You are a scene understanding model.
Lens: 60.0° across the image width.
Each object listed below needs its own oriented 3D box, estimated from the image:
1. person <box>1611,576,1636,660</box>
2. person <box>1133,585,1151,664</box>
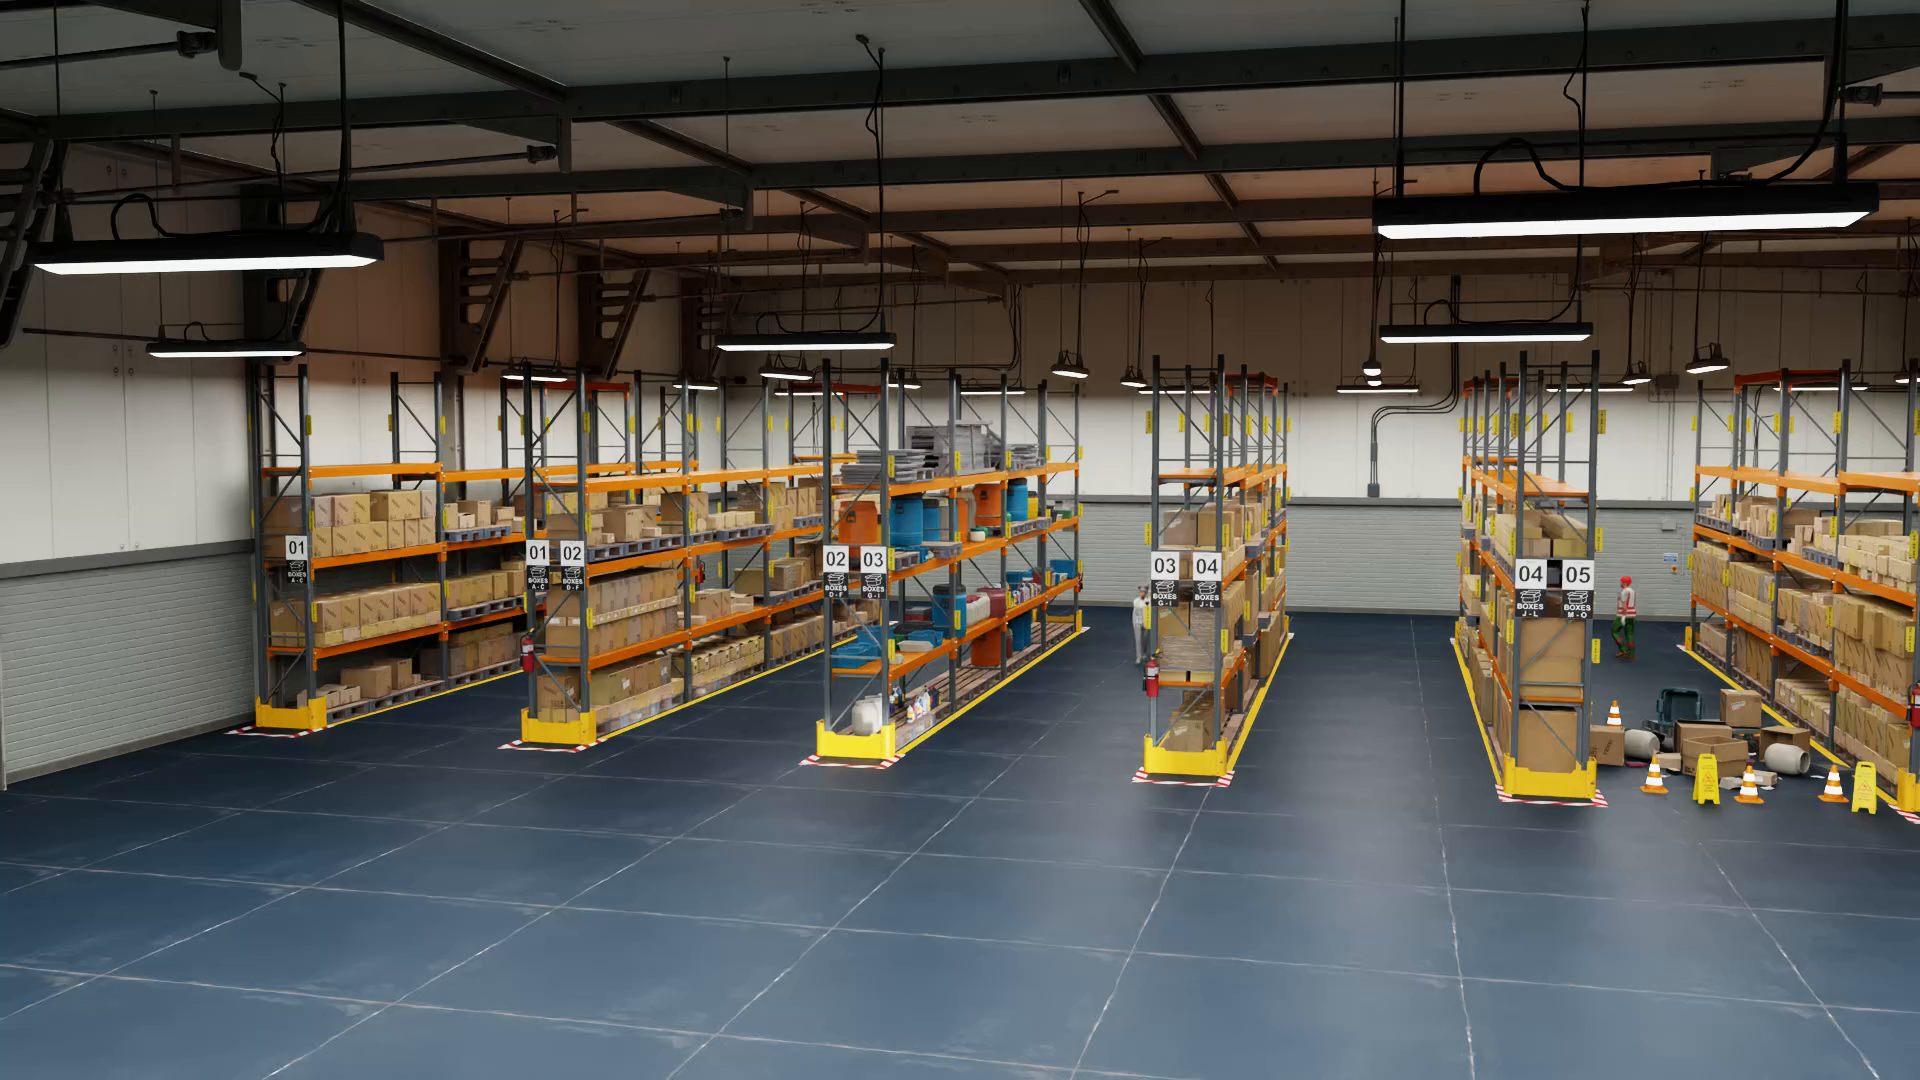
[{"bbox_3d":[14.227,1.647,35.495,0.545,1.765,0.500,-2,4,-24],"label":"person"},{"bbox_3d":[3.882,1.758,35.013,0.461,1.620,1.061,0,4,4],"label":"person"}]
